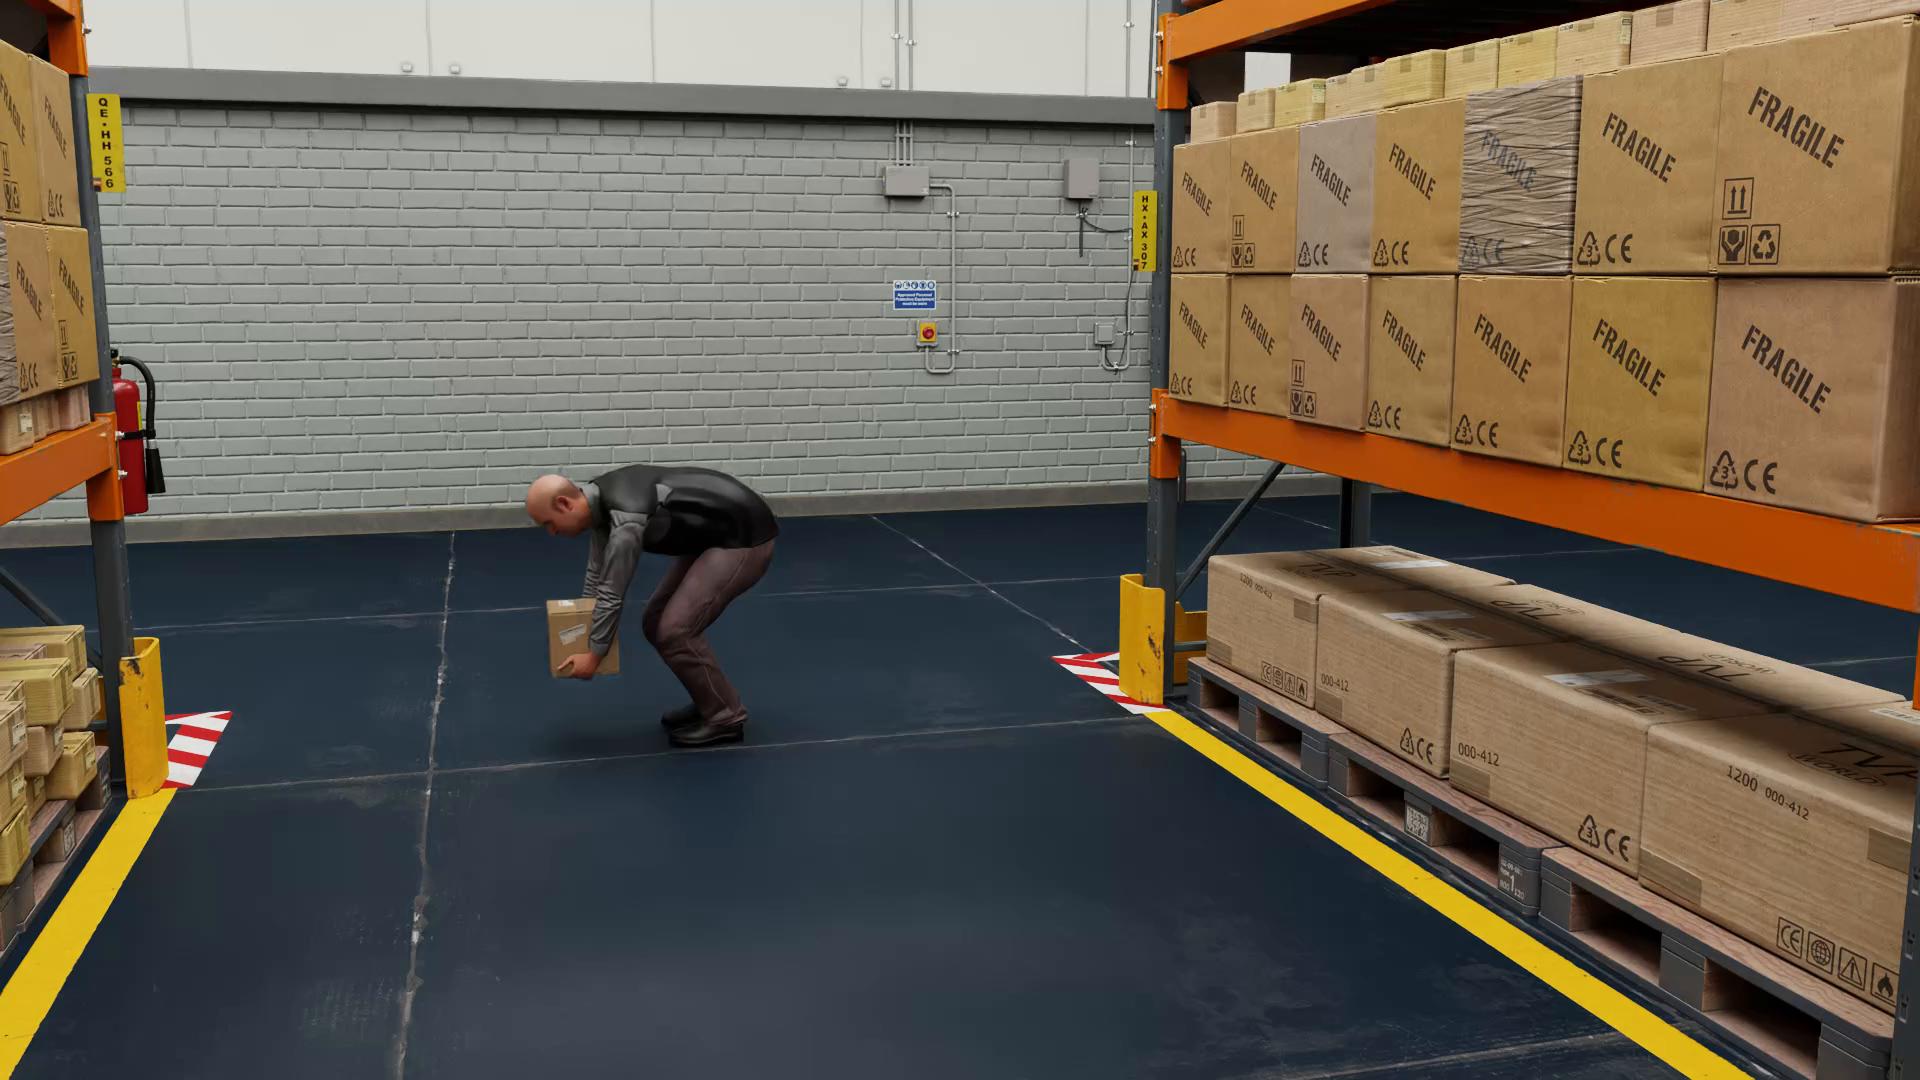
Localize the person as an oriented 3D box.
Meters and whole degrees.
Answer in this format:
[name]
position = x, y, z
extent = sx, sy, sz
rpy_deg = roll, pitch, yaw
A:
[person]
position = -1.191, 0.245, 6.455
extent = 0.927, 1.078, 0.503
rpy_deg = -3, 10, -19
